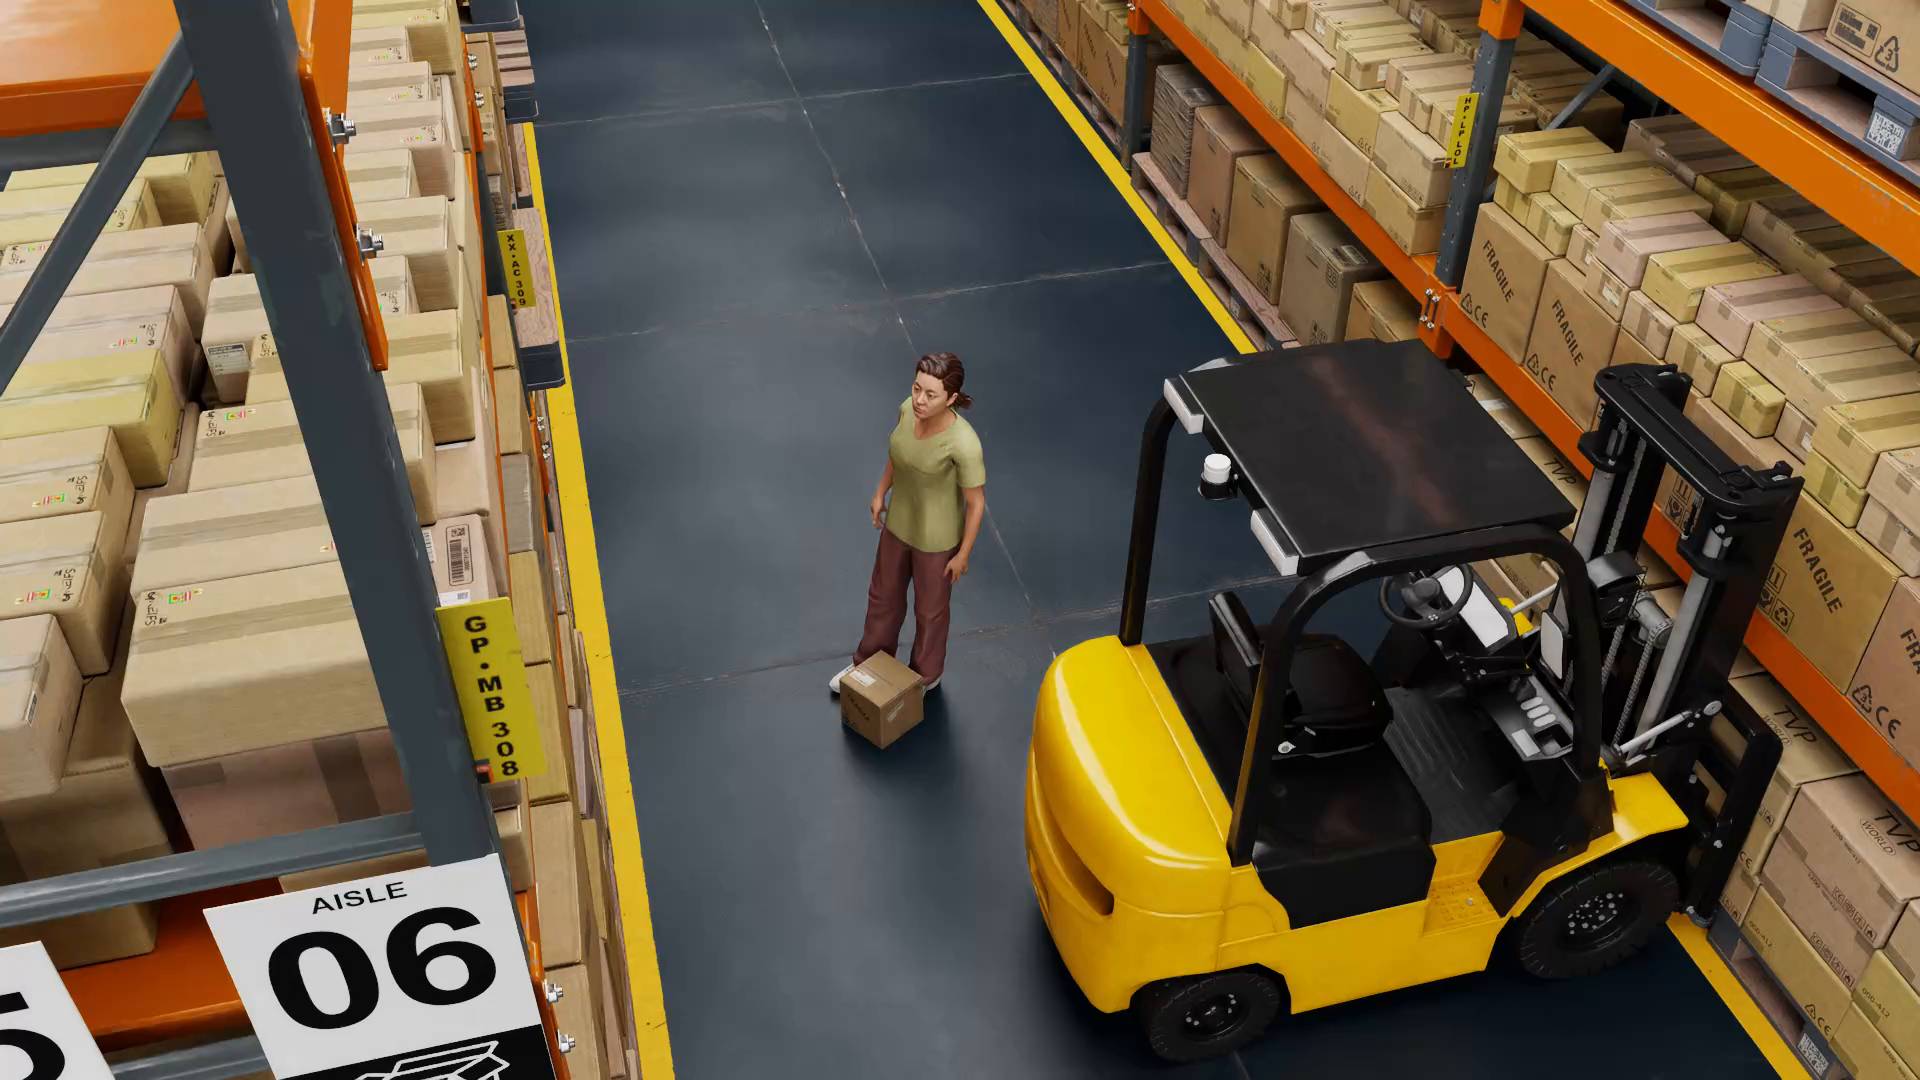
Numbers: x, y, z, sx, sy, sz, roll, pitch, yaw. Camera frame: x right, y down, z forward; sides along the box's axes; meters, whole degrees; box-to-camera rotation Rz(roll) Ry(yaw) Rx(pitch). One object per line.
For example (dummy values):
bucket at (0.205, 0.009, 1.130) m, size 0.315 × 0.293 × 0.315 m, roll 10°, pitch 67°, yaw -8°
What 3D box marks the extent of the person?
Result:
person at (-0.208, 0.001, 6.699) m, size 0.527 × 1.674 × 0.552 m, roll -31°, pitch 48°, yaw -33°
